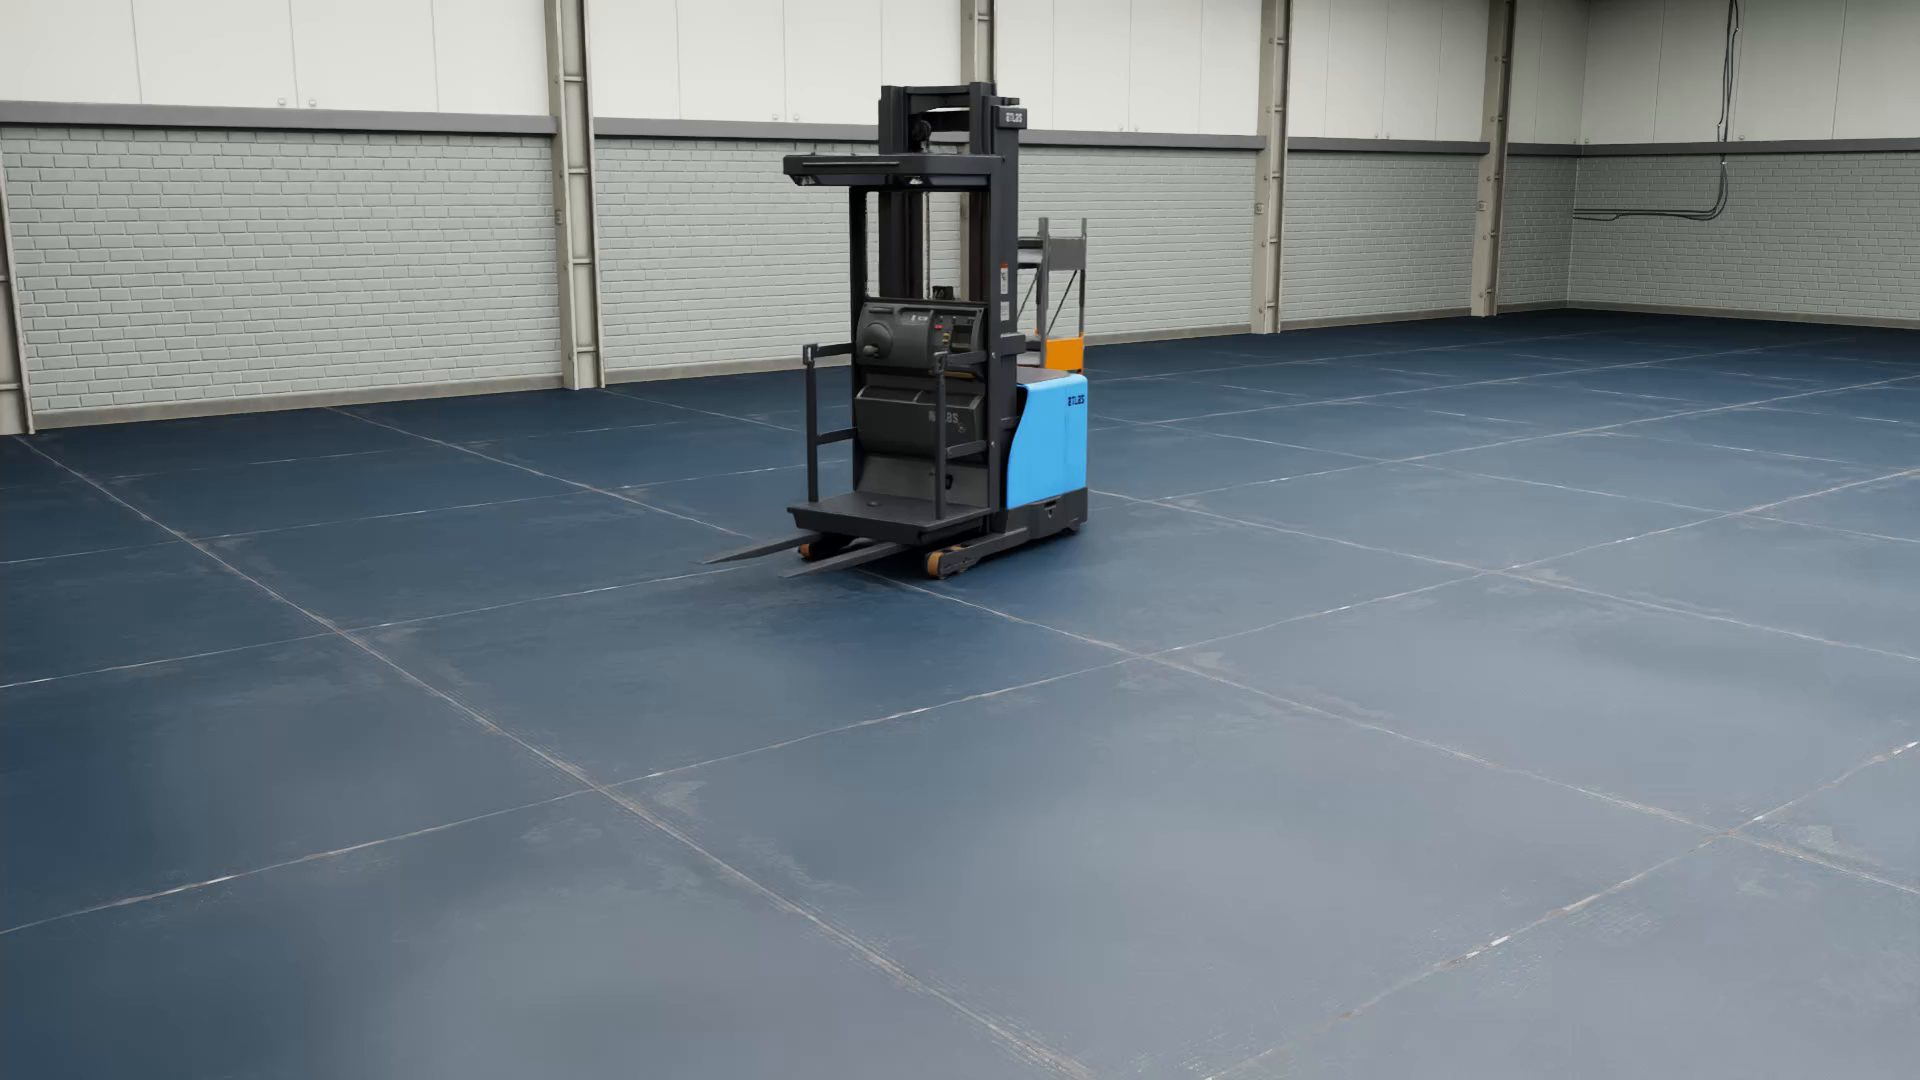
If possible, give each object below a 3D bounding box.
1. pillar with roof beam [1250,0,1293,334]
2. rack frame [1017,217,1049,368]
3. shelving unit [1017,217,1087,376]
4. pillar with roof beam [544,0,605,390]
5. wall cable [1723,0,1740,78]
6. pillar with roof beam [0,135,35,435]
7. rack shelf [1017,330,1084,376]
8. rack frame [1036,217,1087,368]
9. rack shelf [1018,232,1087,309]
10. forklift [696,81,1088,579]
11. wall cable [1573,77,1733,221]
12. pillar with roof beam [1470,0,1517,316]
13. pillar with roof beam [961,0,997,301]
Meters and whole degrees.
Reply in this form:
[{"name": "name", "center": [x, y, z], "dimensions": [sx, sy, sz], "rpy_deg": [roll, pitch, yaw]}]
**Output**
[{"name": "pillar with roof beam", "center": [7.629, -7.060, 22.714], "dimensions": [0.400, 9.000, 9.100], "rpy_deg": [-9, 15, -38]}, {"name": "rack frame", "center": [0.428, -1.194, 11.642], "dimensions": [0.400, 2.100, 0.015], "rpy_deg": [9, 13, 35]}, {"name": "shelving unit", "center": [0.572, -1.229, 11.836], "dimensions": [0.431, 2.100, 0.503], "rpy_deg": [9, 13, 35]}, {"name": "pillar with roof beam", "center": [-1.742, -5.503, 15.381], "dimensions": [0.400, 9.000, 9.100], "rpy_deg": [-9, 15, -38]}, {"name": "wall cable", "center": [14.441, -9.218, 28.190], "dimensions": [0.112, 2.526, 3.097], "rpy_deg": [-9, 15, -38]}, {"name": "pillar with roof beam", "center": [-6.427, -4.725, 11.714], "dimensions": [0.400, 9.000, 9.100], "rpy_deg": [-9, 15, -38]}, {"name": "rack shelf", "center": [0.572, -1.216, 11.838], "dimensions": [0.431, 0.518, 0.480], "rpy_deg": [9, 13, 35]}, {"name": "rack frame", "center": [0.717, -1.265, 12.029], "dimensions": [0.400, 2.100, 0.015], "rpy_deg": [9, 13, 35]}, {"name": "rack shelf", "center": [0.582, -1.903, 11.705], "dimensions": [0.431, 0.518, 0.480], "rpy_deg": [9, 13, 35]}, {"name": "forklift", "center": [-0.373, -1.309, 10.239], "dimensions": [1.130, 2.935, 3.031], "rpy_deg": [8, 14, 34]}, {"name": "wall cable", "center": [12.751, -7.186, 30.781], "dimensions": [0.112, 2.526, 3.097], "rpy_deg": [-9, 15, -38]}, {"name": "pillar with roof beam", "center": [12.314, -7.839, 26.380], "dimensions": [0.400, 9.000, 9.100], "rpy_deg": [-9, 15, -38]}, {"name": "pillar with roof beam", "center": [2.944, -6.282, 19.047], "dimensions": [0.400, 9.000, 9.100], "rpy_deg": [-9, 15, -38]}]
